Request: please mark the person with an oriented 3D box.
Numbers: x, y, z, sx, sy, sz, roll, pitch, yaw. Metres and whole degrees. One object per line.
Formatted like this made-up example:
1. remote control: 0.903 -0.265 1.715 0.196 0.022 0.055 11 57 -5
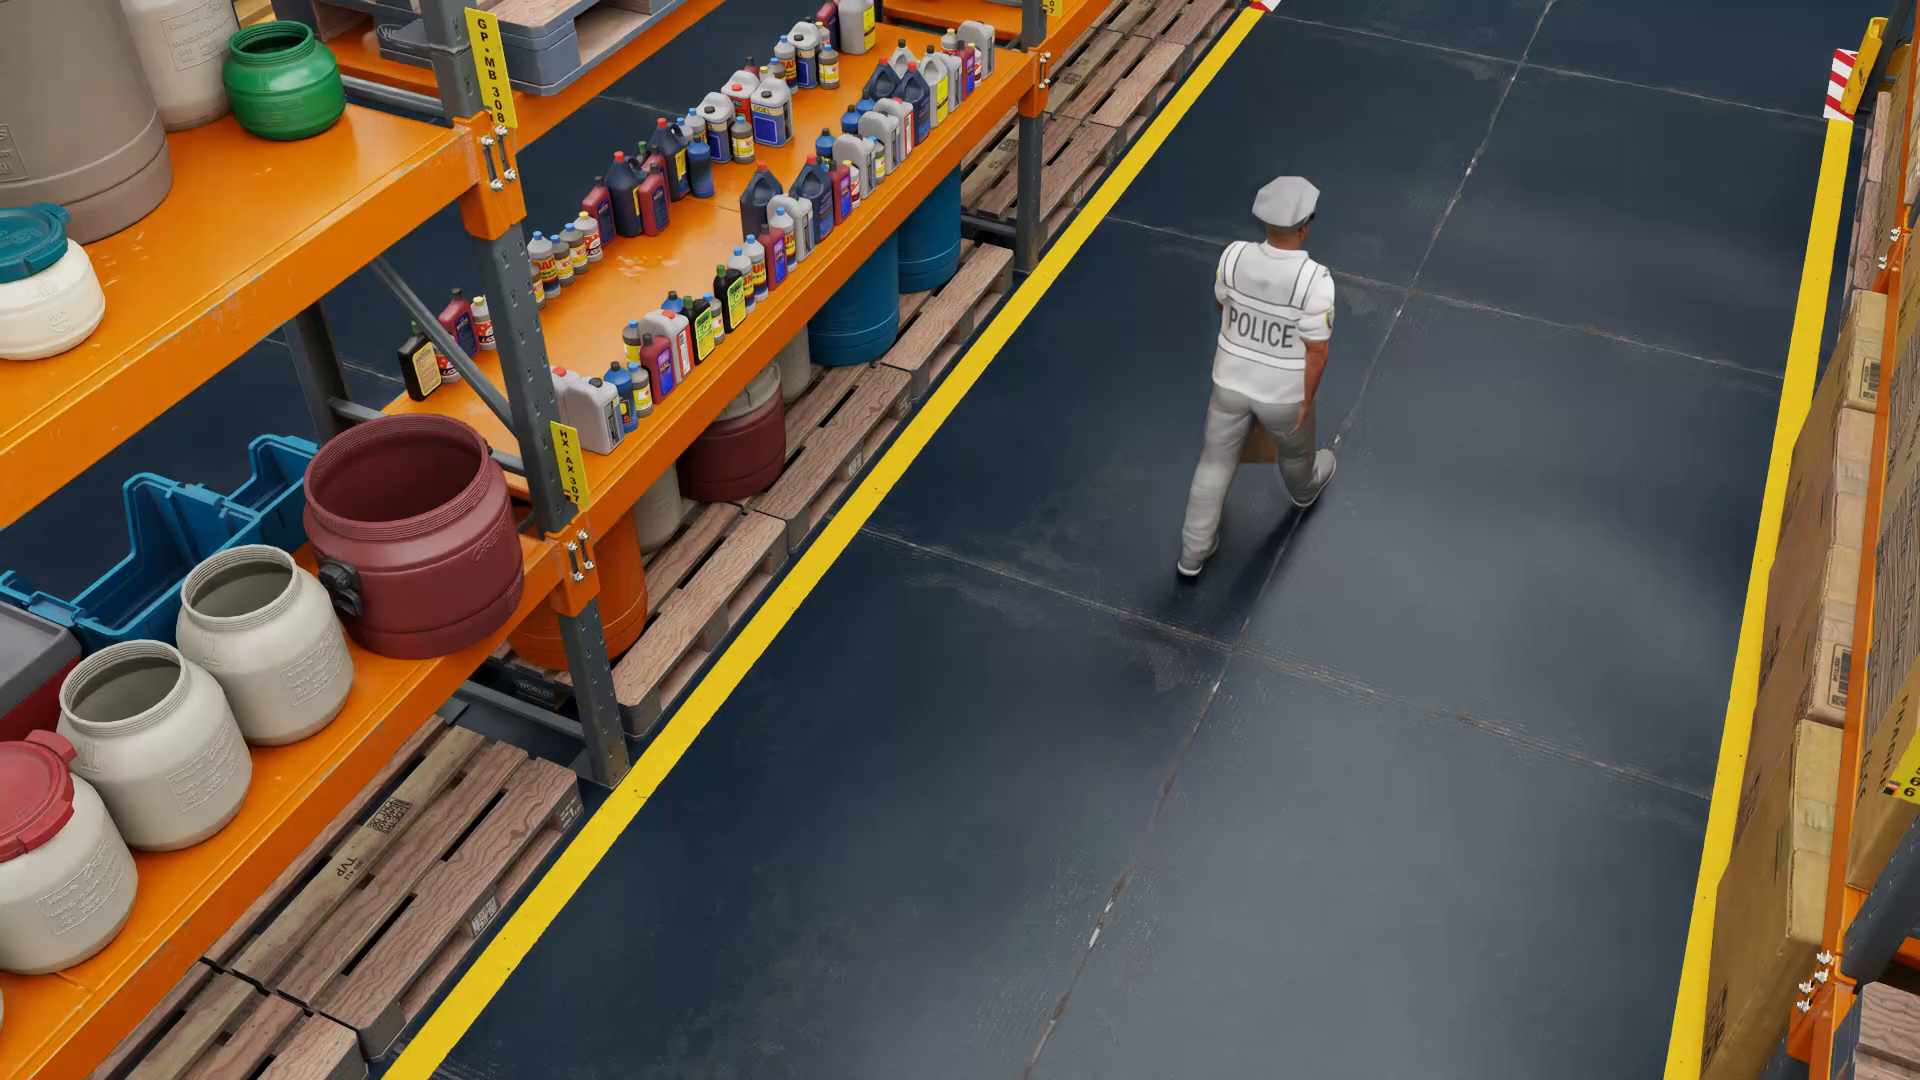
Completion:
1. person: 1.295 -0.732 6.966 0.549 1.716 1.011 22 46 23
